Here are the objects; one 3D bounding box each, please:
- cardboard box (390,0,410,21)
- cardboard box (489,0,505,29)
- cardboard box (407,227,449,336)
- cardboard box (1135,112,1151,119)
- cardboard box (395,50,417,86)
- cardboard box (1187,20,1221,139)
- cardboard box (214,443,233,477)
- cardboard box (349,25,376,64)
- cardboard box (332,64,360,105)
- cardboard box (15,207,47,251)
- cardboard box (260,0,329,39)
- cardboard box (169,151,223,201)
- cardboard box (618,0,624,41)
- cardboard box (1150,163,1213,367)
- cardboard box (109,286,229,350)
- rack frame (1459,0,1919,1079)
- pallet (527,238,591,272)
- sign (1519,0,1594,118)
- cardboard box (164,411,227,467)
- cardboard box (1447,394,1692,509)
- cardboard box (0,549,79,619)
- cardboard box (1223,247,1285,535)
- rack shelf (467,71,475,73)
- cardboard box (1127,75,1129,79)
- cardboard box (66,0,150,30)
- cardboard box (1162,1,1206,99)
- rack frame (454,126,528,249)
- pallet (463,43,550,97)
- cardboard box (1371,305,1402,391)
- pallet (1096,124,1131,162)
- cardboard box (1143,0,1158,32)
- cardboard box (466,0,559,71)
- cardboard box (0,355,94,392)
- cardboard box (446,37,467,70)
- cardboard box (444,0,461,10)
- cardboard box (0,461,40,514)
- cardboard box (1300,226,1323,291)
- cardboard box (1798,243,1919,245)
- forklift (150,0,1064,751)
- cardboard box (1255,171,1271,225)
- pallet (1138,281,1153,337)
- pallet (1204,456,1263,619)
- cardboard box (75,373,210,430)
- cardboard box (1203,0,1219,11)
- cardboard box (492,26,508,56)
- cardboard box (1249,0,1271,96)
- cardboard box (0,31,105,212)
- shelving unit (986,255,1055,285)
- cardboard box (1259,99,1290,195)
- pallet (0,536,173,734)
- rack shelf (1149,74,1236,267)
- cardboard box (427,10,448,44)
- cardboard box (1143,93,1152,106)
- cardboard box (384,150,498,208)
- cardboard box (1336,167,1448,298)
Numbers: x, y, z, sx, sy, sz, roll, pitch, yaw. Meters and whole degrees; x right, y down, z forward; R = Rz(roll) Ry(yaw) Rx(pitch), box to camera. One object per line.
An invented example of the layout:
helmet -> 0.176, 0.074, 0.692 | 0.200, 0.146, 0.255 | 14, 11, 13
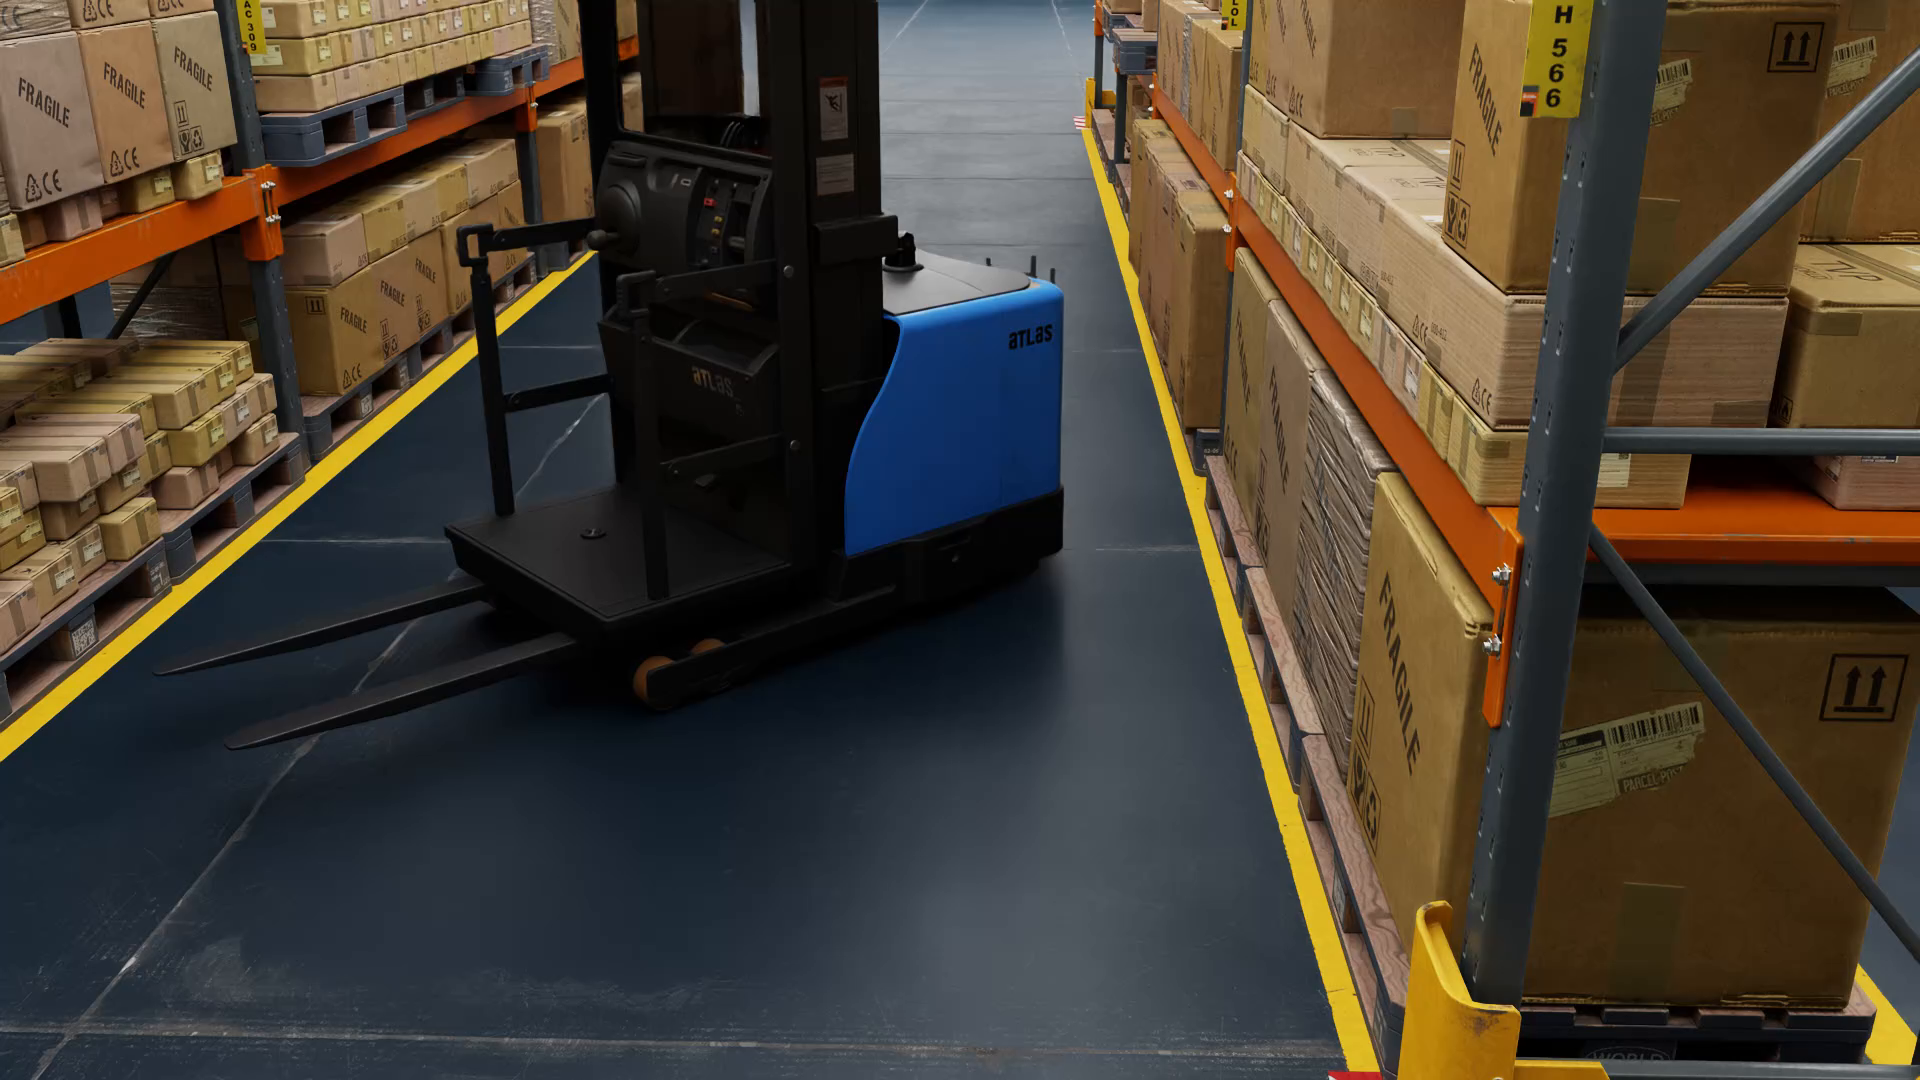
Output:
cardboard box -> -2.858, -2.564, 7.934 | 0.380, 0.149, 0.250 | 0, 21, 1
cardboard box -> -2.810, -2.982, 9.424 | 0.380, 0.149, 0.250 | 1, 21, 3
cardboard box -> -3.055, -1.370, 8.787 | 0.500, 0.500, 0.500 | 1, 21, 3
cardboard box -> 1.765, -3.141, 13.325 | 0.700, 0.500, 0.500 | 1, 21, 1
cardboard box -> -2.858, -2.283, 8.034 | 0.380, 0.149, 0.250 | 0, 21, -1
cardboard box -> 1.367, -2.189, 7.887 | 0.500, 0.500, 0.500 | 0, 21, 1
cardboard box -> -3.123, -0.322, 6.573 | 0.380, 0.149, 0.250 | 1, 21, 3
cardboard box -> -2.875, -2.236, 7.500 | 0.380, 0.149, 0.250 | 1, 21, 3
cardboard box -> -2.886, -2.010, 7.330 | 0.380, 0.149, 0.250 | 1, 21, 2
cardboard box -> -3.173, -0.998, 5.301 | 0.380, 0.149, 0.250 | 0, 21, 1
cardboard box -> -2.888, -2.187, 6.964 | 0.380, 0.149, 0.250 | 2, 21, 4
cardboard box -> -3.033, -1.377, 6.278 | 0.380, 0.149, 0.250 | 0, 21, 0
cardboard box -> -2.896, -4.076, 12.749 | 0.500, 0.500, 0.500 | 1, 21, 2
cardboard box -> 1.621, -1.363, 8.251 | 1.225, 0.875, 0.875 | 0, 21, 0
cardboard box -> -3.589, -0.995, 7.821 | 0.500, 0.500, 0.500 | 0, 21, 1
rack frame -> 1.470, -0.157, 2.786 | 0.949, 2.616, 0.053 | 1, 21, 2
pallet -> -3.139, -2.124, 11.712 | 1.003, 0.211, 1.213 | 1, 21, 2
sign -> 0.931, -0.818, 2.562 | 0.100, 0.325, 0.005 | 1, 21, 2
cardboard box -> -3.038, -0.387, 6.329 | 0.380, 0.149, 0.250 | 0, 21, 0
cardboard box -> 1.155, -0.172, 3.172 | 0.380, 0.149, 0.250 | 1, 21, 3
cardboard box -> -3.112, 0.140, 5.381 | 0.380, 0.149, 0.250 | 1, 21, 2
cardboard box -> 1.495, -0.570, 6.209 | 0.875, 0.875, 0.875 | 1, 21, 2
rack shelf -> -3.177, -3.619, 12.434 | 0.919, 0.124, 3.809 | 1, 21, 2
cardboard box -> 1.940, -4.530, 16.932 | 0.500, 0.500, 0.500 | 6, 22, 16
cardboard box -> -3.114, -1.985, 5.568 | 0.500, 0.500, 0.500 | 0, 21, 0
cardboard box -> 1.416, -2.736, 9.297 | 0.500, 0.500, 0.500 | 0, 21, 0
rack frame -> -3.235, -3.140, 10.475 | 0.949, 2.616, 0.053 | 1, 21, 2
pallet -> -3.153, -2.792, 9.843 | 1.213, 0.211, 1.003 | 1, 21, 2
cardboard box -> 1.178, -0.447, 3.882 | 0.380, 0.149, 0.250 | 1, 21, 3
pallet -> 1.857, -3.881, 16.239 | 1.003, 0.211, 1.213 | 1, 21, 2
cardboard box -> 1.610, -3.690, 11.174 | 0.700, 0.500, 0.500 | 4, 22, 10
cardboard box -> -2.955, -3.346, 10.868 | 0.500, 0.500, 0.500 | 1, 21, 2
cardboard box -> -3.645, -0.617, 6.510 | 0.380, 0.149, 0.250 | 2, 21, 4
cardboard box -> -2.838, -2.572, 8.777 | 0.380, 0.149, 0.250 | 1, 21, 3
cardboard box -> -2.836, -2.846, 8.663 | 0.380, 0.149, 0.250 | 2, 21, 4
cardboard box -> -3.194, -0.145, 5.295 | 0.380, 0.149, 0.250 | 1, 21, 2
cardboard box -> 1.207, -0.819, 4.840 | 0.380, 0.149, 0.250 | 0, 21, 0
cardboard box -> 1.767, -0.584, 3.683 | 0.500, 0.250, 0.500 | 0, 21, 1
forklift -> -1.050, -1.051, 5.185 | 3.031, 2.935, 1.130 | -18, 27, -38
cardboard box -> 1.238, -1.192, 5.802 | 0.380, 0.149, 0.250 | 1, 21, 3
pallet -> 1.617, -1.465, 10.013 | 1.003, 0.211, 1.213 | 1, 21, 2
pallet -> 1.493, -0.029, 6.311 | 1.003, 0.211, 1.213 | 1, 21, 2
cardboard box -> -3.079, -0.524, 6.270 | 0.380, 0.149, 0.250 | 0, 21, 1
cardboard box -> 1.655, -3.064, 8.753 | 0.797, 0.503, 0.637 | 1, 21, 3
cardboard box -> -2.810, -2.853, 9.501 | 0.380, 0.149, 0.250 | 1, 21, 3
cardboard box -> 1.325, -1.851, 5.912 | 0.500, 0.500, 0.500 | 1, 21, 2
cardboard box -> -3.126, -1.334, 5.270 | 0.500, 0.500, 0.500 | 1, 21, 1
shelving unit -> 0.230, -0.569, 6.543 | 0.215, 1.050, 0.252 | -6, 22, -14
cardboard box -> 1.299, -1.325, 5.593 | 0.500, 0.250, 0.500 | 1, 21, 1
pallet -> -3.379, 0.292, 5.486 | 1.003, 0.211, 1.213 | 1, 21, 2
rack shelf -> 1.656, -1.991, 8.507 | 1.077, 0.370, 4.000 | 1, 21, 2
cardboard box -> -3.169, -2.598, 8.640 | 1.036, 0.298, 0.538 | 0, 21, 1
cardboard box -> 1.890, -3.670, 14.716 | 0.500, 0.500, 0.500 | 0, 21, 0
cardboard box -> -3.001, -2.087, 9.600 | 0.500, 0.250, 0.500 | 1, 21, 2
cardboard box -> 1.254, -0.771, 4.165 | 0.500, 0.250, 0.500 | 0, 21, 0
